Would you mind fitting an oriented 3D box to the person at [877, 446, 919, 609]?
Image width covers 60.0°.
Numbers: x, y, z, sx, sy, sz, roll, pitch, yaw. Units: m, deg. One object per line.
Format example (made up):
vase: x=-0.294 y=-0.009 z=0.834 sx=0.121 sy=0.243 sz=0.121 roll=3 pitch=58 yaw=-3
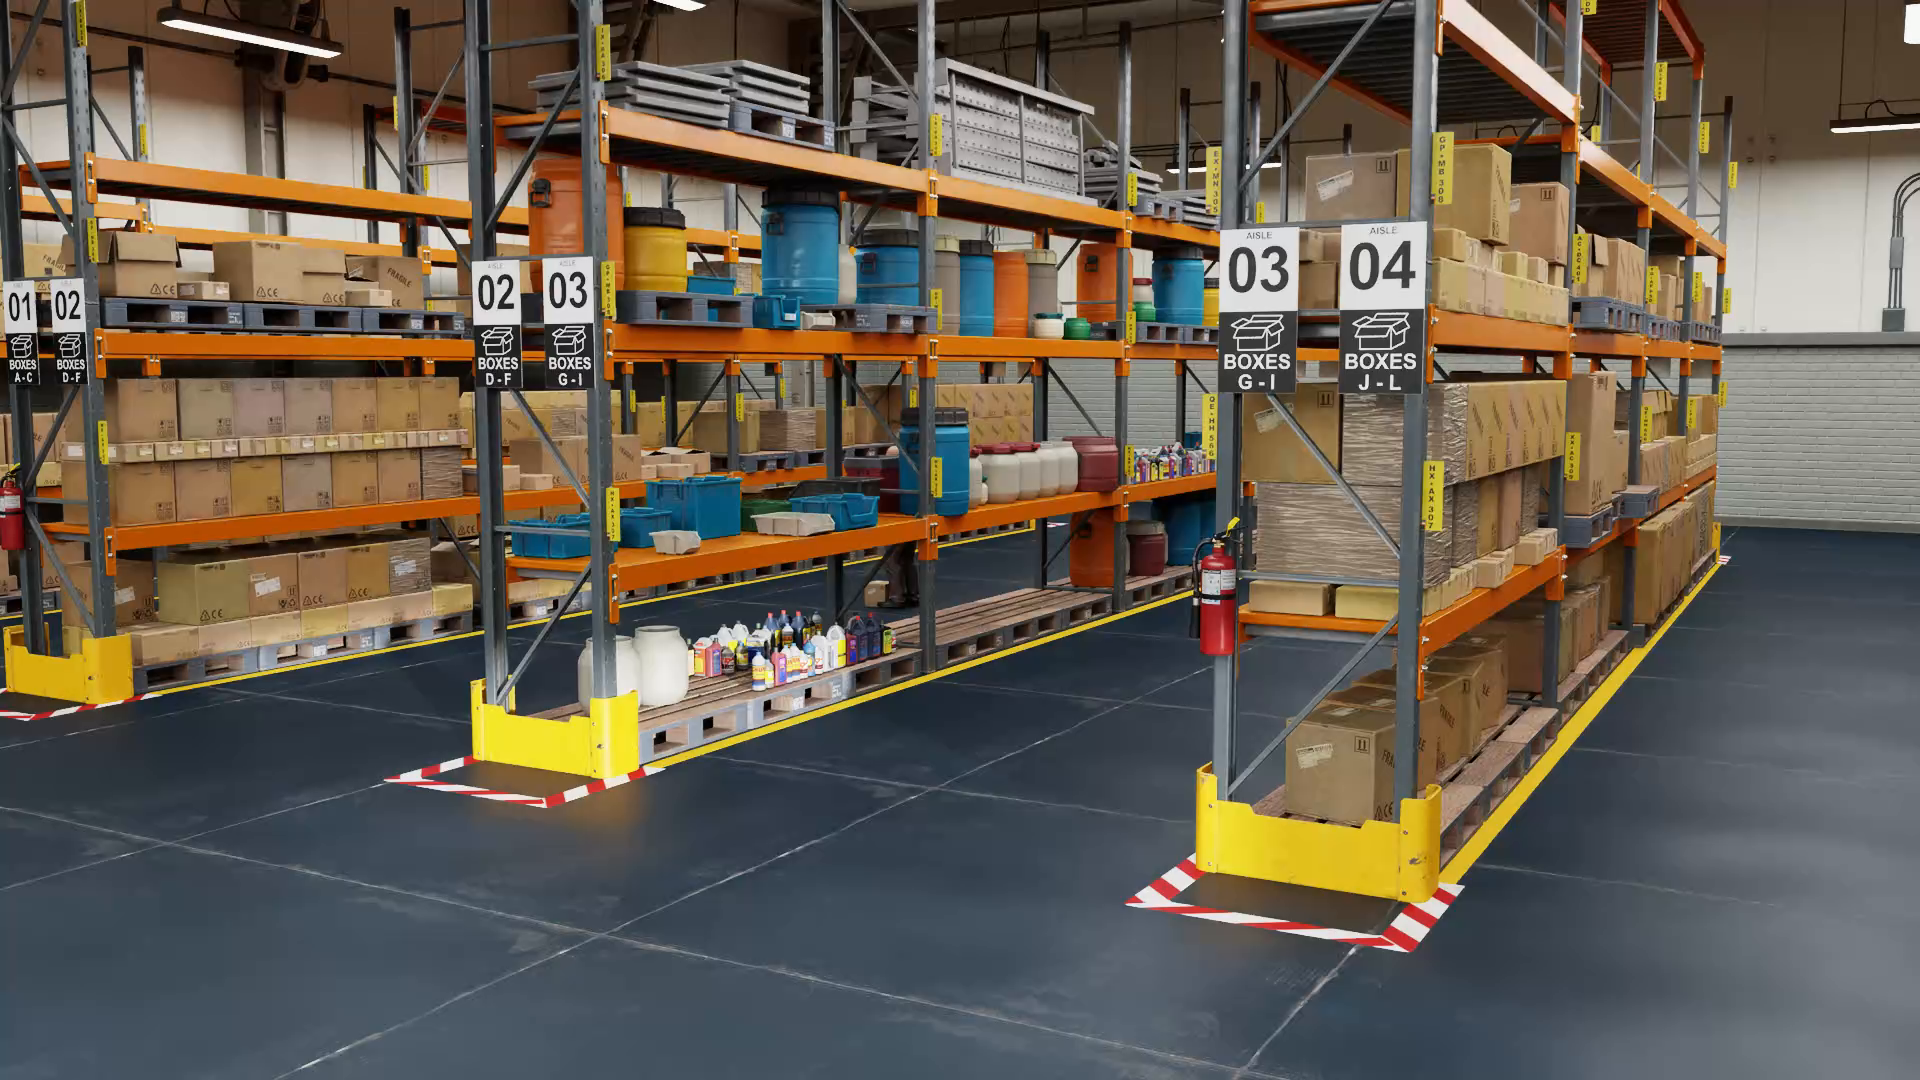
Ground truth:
person: x=-0.619 y=-0.141 z=17.646 sx=0.460 sy=1.721 sz=0.580 roll=3 pitch=7 yaw=29
